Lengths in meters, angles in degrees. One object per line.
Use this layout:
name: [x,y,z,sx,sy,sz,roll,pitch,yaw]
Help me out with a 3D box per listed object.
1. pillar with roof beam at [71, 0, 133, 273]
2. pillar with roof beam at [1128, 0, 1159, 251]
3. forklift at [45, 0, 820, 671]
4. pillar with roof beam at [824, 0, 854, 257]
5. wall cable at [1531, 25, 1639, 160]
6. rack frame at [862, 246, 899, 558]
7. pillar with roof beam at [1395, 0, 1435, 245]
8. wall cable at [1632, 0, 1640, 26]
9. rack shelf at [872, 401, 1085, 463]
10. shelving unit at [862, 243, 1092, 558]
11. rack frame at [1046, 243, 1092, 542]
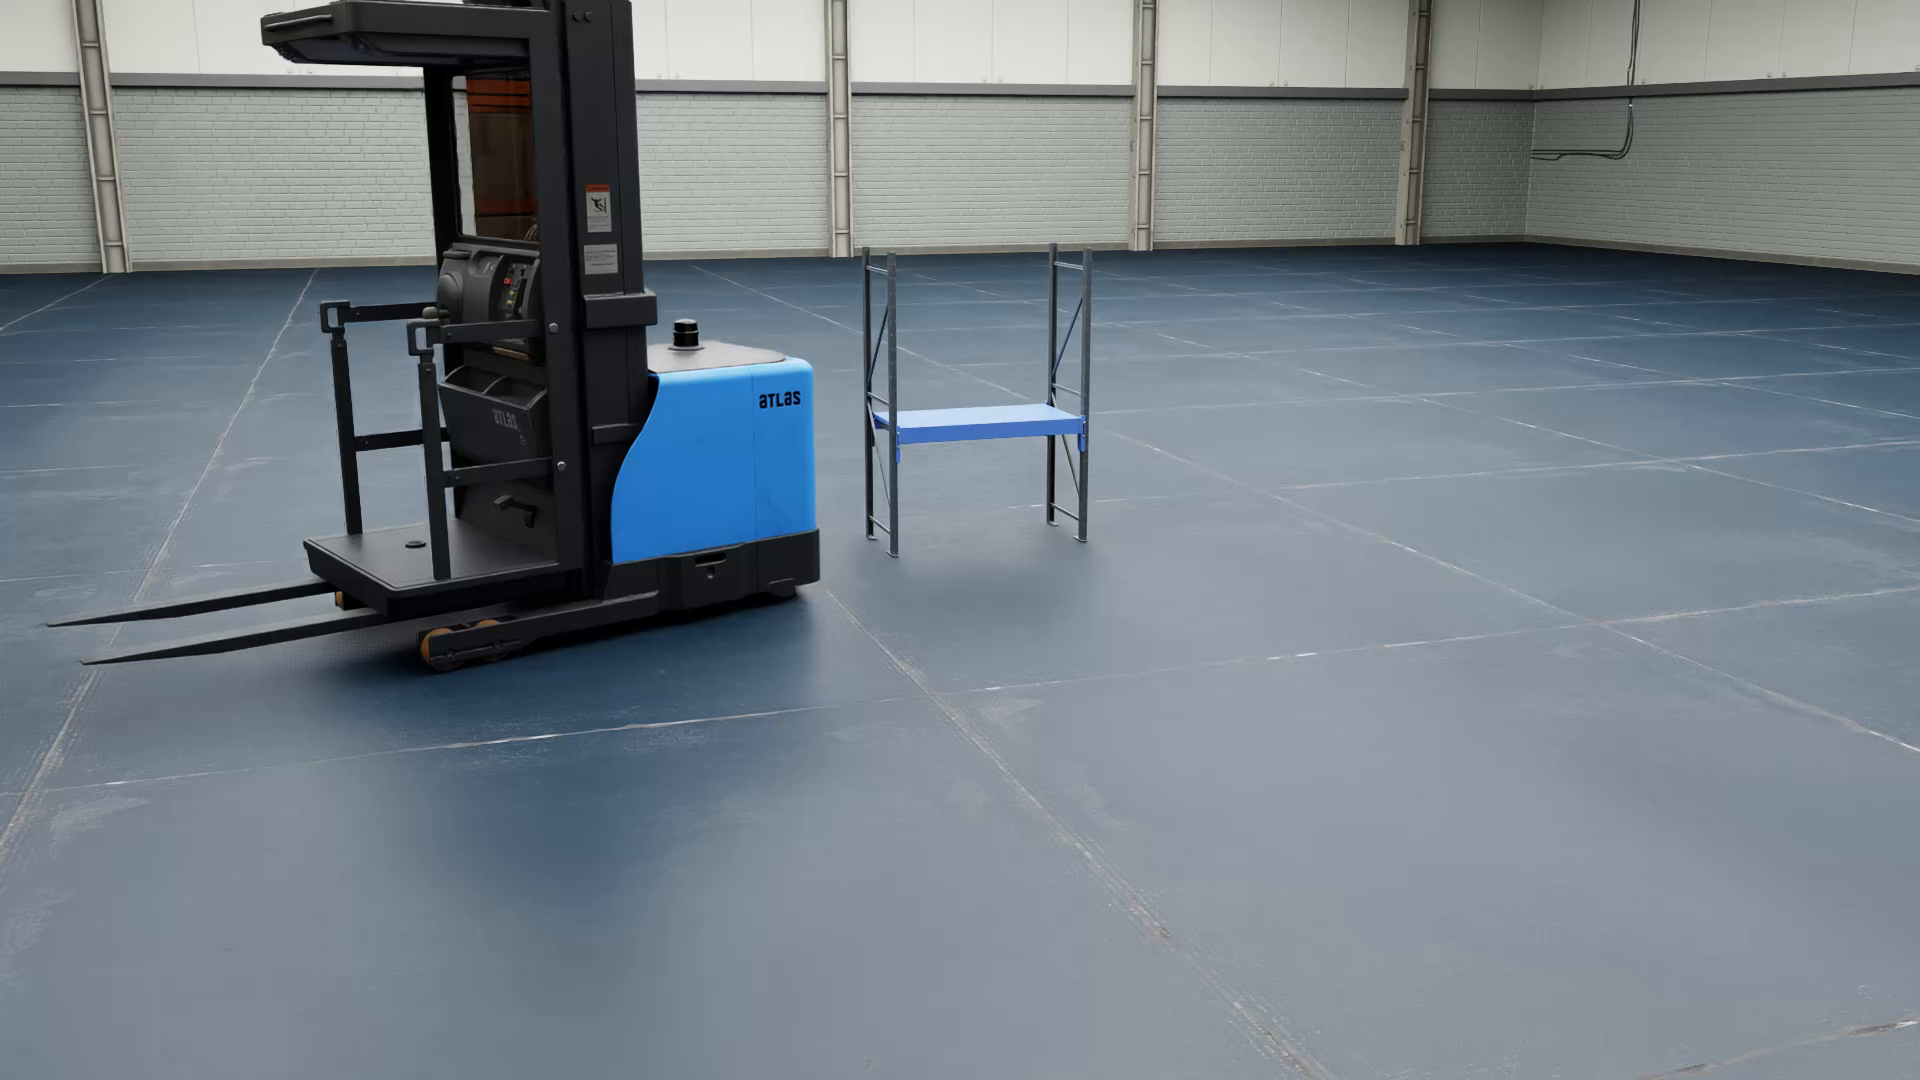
pillar with roof beam: [-12.180,-7.744,21.754,0.400,9.000,9.100,-4,14,-18]
pillar with roof beam: [4.880,-9.073,27.339,0.400,9.000,9.100,-4,14,-18]
forklift: [-2.107,-1.052,6.731,3.031,2.935,1.130,-10,17,-37]
pillar with roof beam: [-0.807,-8.630,25.478,0.400,9.000,9.100,-4,14,-18]
wall cable: [12.408,-8.877,33.224,0.112,2.526,3.097,-4,14,-18]
rack frame: [-0.401,-0.698,8.338,0.032,1.500,0.500,-4,14,-18]
pillar with roof beam: [10.567,-9.516,29.201,0.400,9.000,9.100,-4,14,-18]
wall cable: [13.270,-10.740,30.146,0.112,2.526,3.097,-4,14,-18]
rack shelf: [0.081,-0.561,8.537,1.000,0.185,0.538,-4,14,-18]
shelving unit: [0.081,-0.736,8.496,1.048,1.500,0.538,-4,14,-18]
rack frame: [0.563,-0.773,8.653,0.032,1.500,0.500,-4,14,-18]
